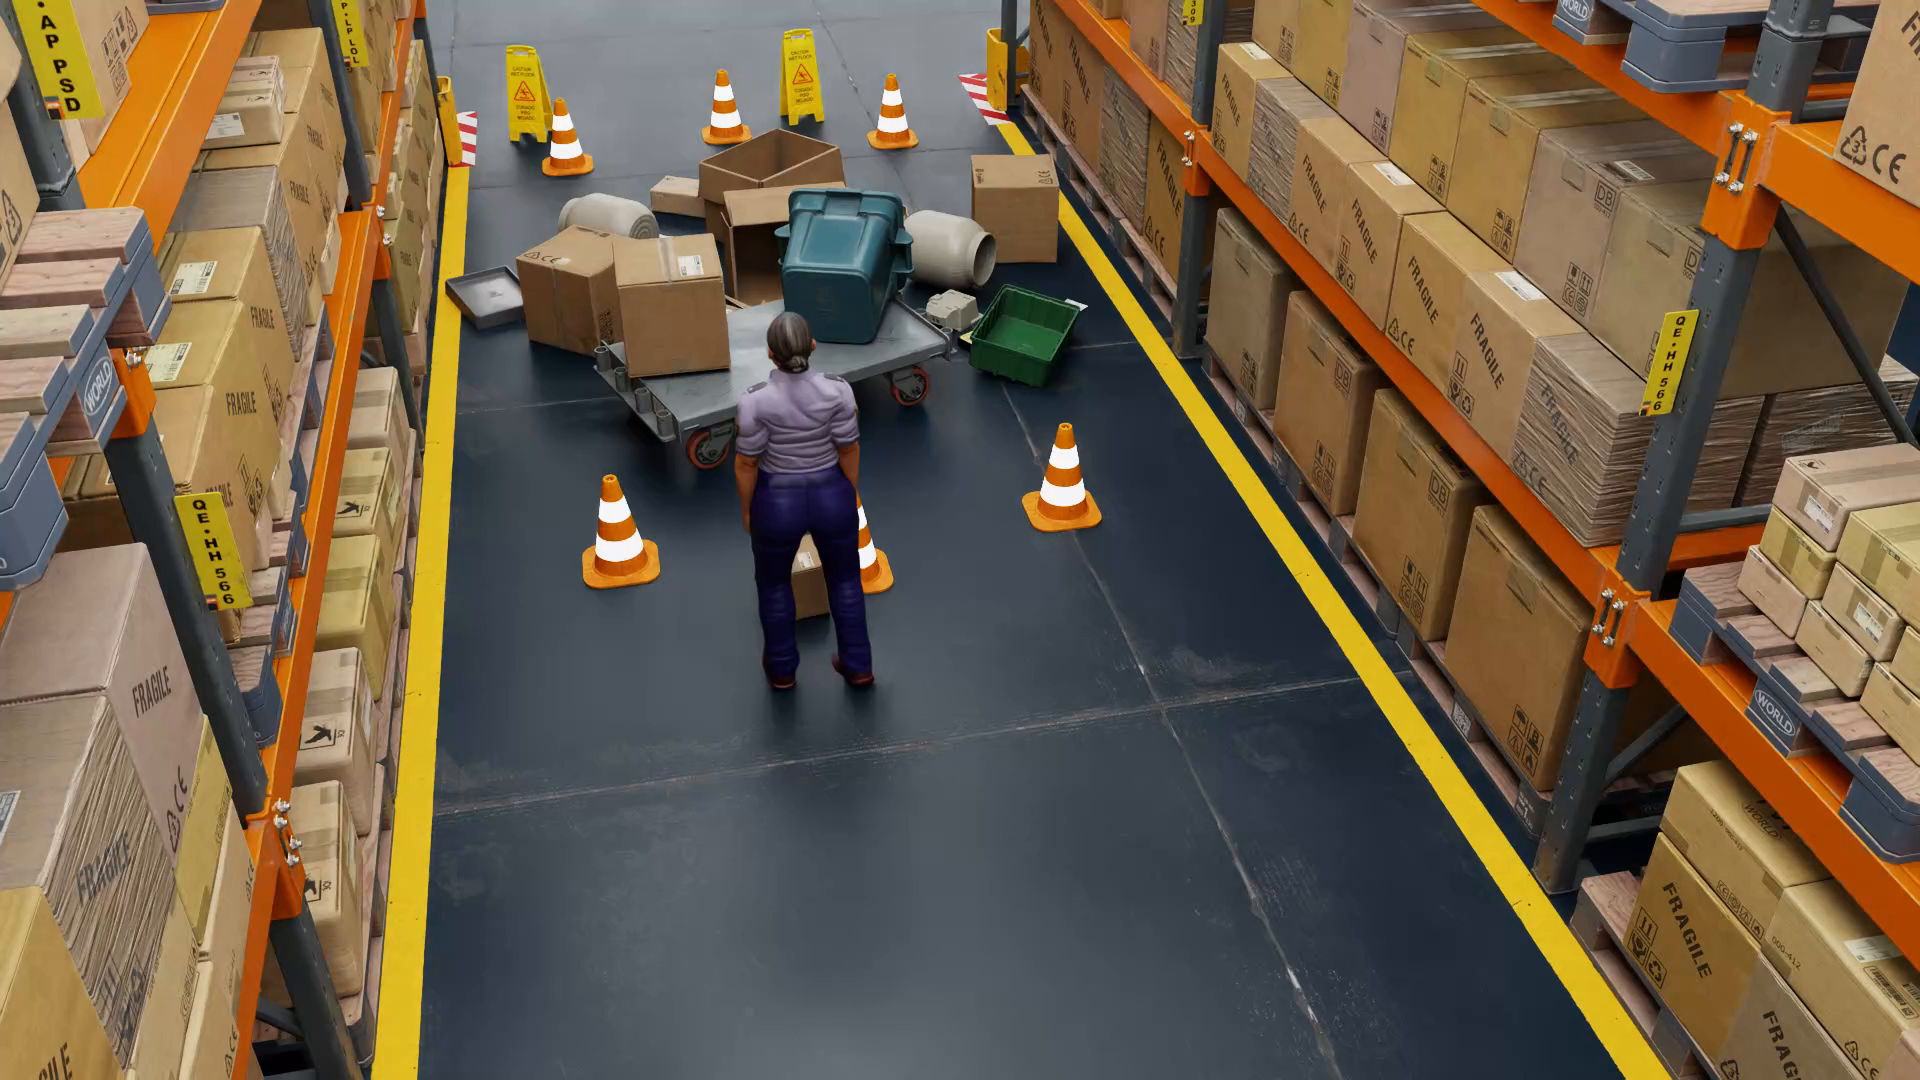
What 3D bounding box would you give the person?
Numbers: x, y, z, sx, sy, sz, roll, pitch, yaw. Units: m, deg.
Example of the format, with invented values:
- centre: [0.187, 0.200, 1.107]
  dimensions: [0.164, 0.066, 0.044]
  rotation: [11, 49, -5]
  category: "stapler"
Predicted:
- centre: [-0.614, -0.123, 6.371]
  dimensions: [0.475, 1.684, 0.370]
  rotation: [-9, 35, -12]
  category: "person"
